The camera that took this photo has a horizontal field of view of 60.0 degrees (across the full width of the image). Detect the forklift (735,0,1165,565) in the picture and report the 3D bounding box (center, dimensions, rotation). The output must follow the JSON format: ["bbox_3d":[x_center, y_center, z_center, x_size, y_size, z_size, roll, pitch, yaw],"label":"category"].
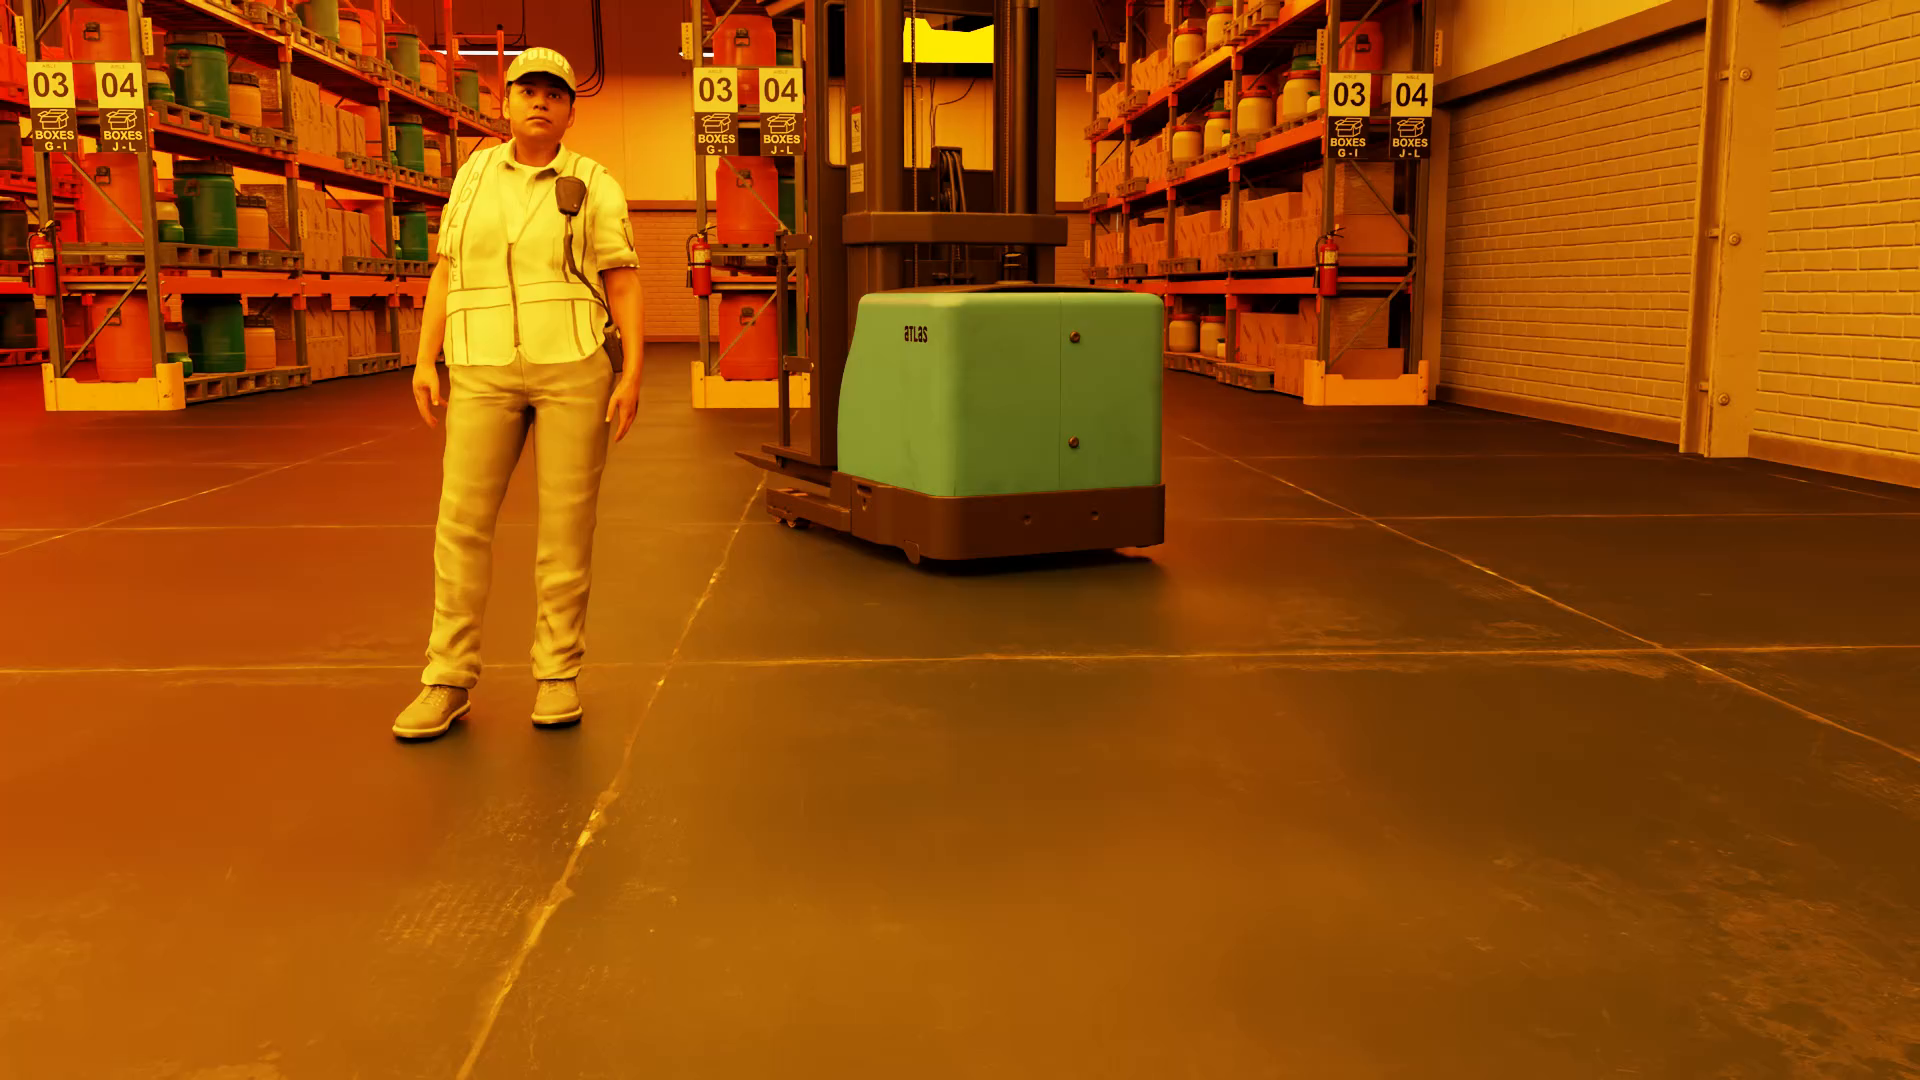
[{"bbox_3d":[-0.264,-1.530,7.637,1.130,2.935,3.031,-4,9,-25],"label":"forklift"}]

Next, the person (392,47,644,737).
[{"bbox_3d":[-1.098,-0.381,4.147,0.598,1.670,0.529,0,8,-3],"label":"person"}]
